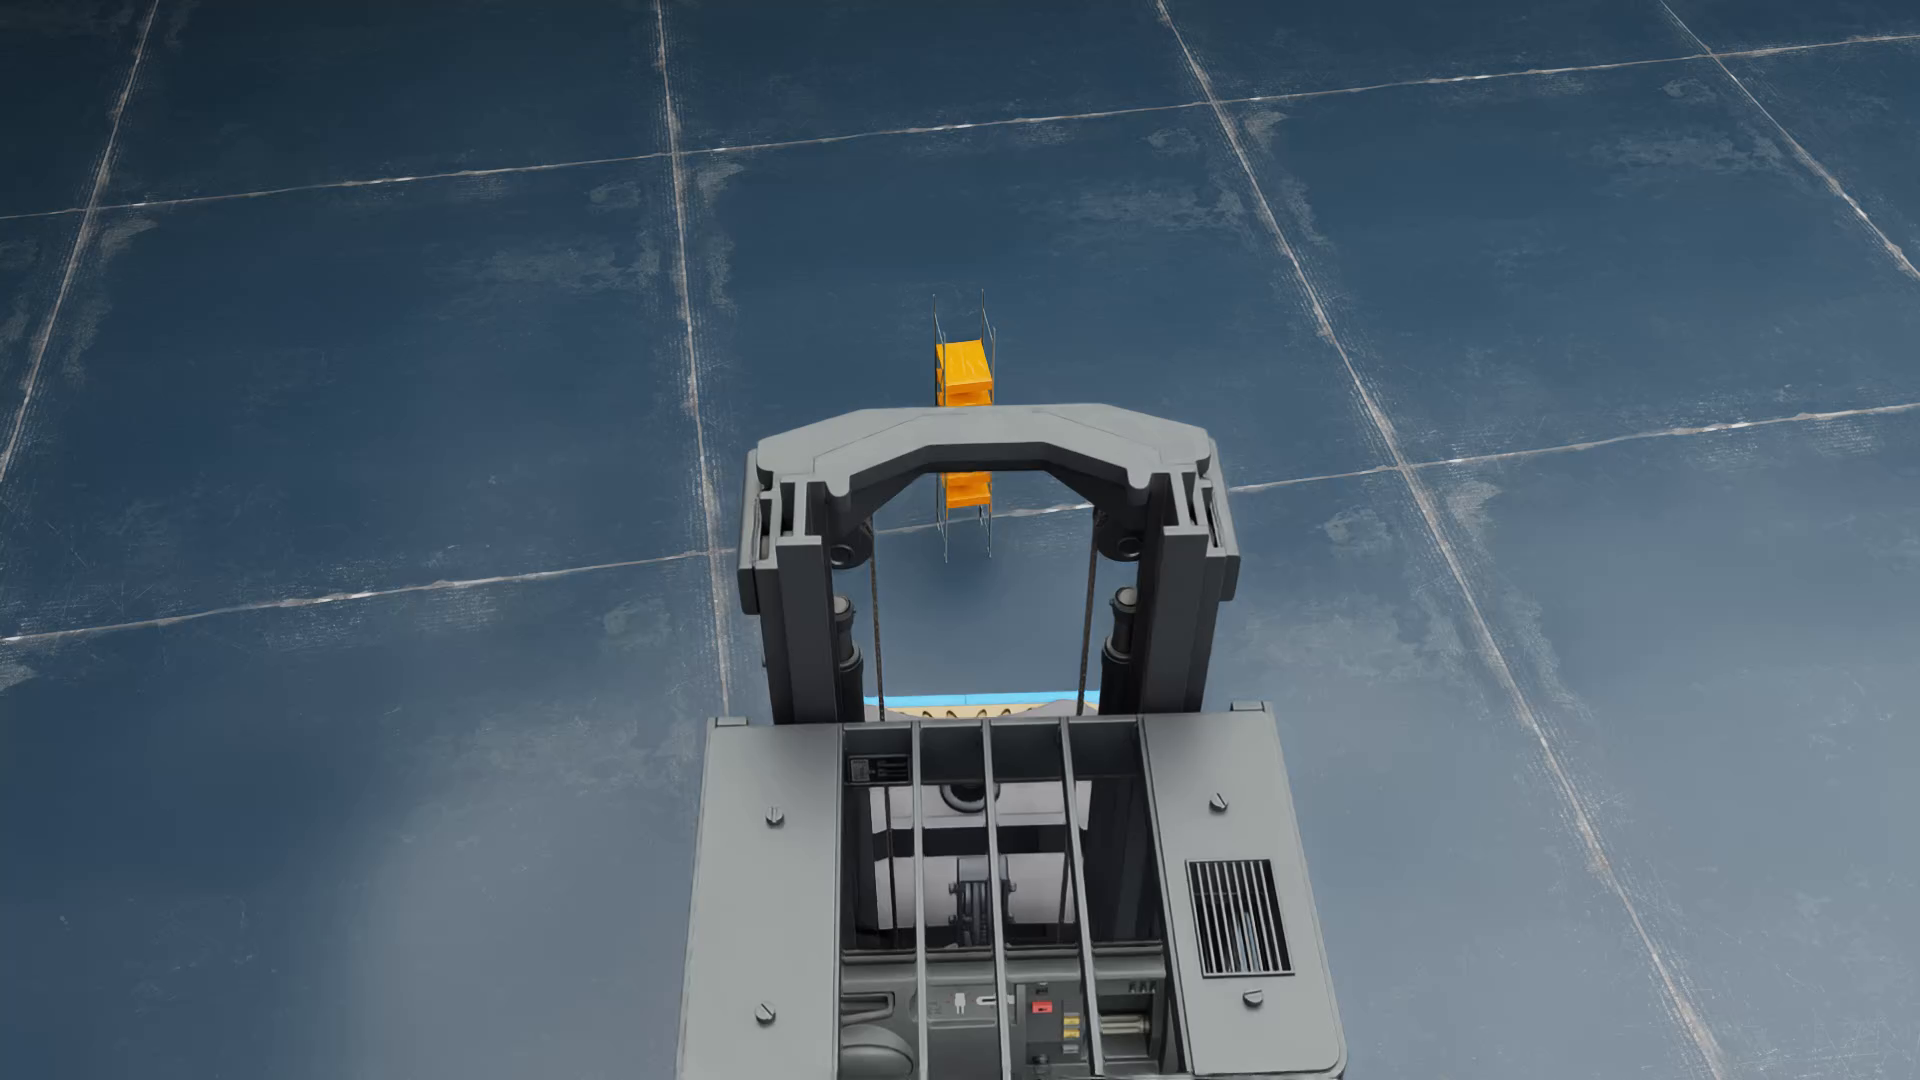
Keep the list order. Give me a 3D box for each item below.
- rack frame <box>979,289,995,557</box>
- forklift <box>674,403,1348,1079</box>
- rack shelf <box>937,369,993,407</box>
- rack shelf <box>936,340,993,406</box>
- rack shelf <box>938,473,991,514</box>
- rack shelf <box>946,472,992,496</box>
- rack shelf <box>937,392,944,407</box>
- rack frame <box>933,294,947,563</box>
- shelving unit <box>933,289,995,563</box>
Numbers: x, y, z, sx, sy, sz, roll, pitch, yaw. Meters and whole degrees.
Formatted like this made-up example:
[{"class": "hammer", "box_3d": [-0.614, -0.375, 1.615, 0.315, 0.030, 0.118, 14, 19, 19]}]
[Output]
[{"class": "rack frame", "box_3d": [0.104, -0.429, 6.524, 0.006, 1.200, 0.240, -7, 46, -7]}, {"class": "forklift", "box_3d": [0.070, 1.255, 3.699, 1.130, 2.935, 3.031, -2, 46, -1]}, {"class": "rack shelf", "box_3d": [0.014, -0.554, 6.372, 0.180, 0.103, 0.258, -7, 46, -7]}, {"class": "rack shelf", "box_3d": [0.014, -0.637, 6.286, 0.180, 0.103, 0.258, -7, 46, -7]}, {"class": "rack shelf", "box_3d": [0.014, -0.221, 6.718, 0.180, 0.103, 0.258, -7, 46, -7]}, {"class": "rack shelf", "box_3d": [0.014, -0.304, 6.631, 0.180, 0.103, 0.258, -7, 46, -7]}, {"class": "rack shelf", "box_3d": [0.014, -0.471, 6.458, 0.180, 0.103, 0.258, -7, 46, -7]}, {"class": "rack frame", "box_3d": [-0.076, -0.407, 6.502, 0.006, 1.200, 0.240, -7, 46, -7]}, {"class": "shelving unit", "box_3d": [0.014, -0.418, 6.513, 0.189, 1.200, 0.258, -7, 46, -7]}]
